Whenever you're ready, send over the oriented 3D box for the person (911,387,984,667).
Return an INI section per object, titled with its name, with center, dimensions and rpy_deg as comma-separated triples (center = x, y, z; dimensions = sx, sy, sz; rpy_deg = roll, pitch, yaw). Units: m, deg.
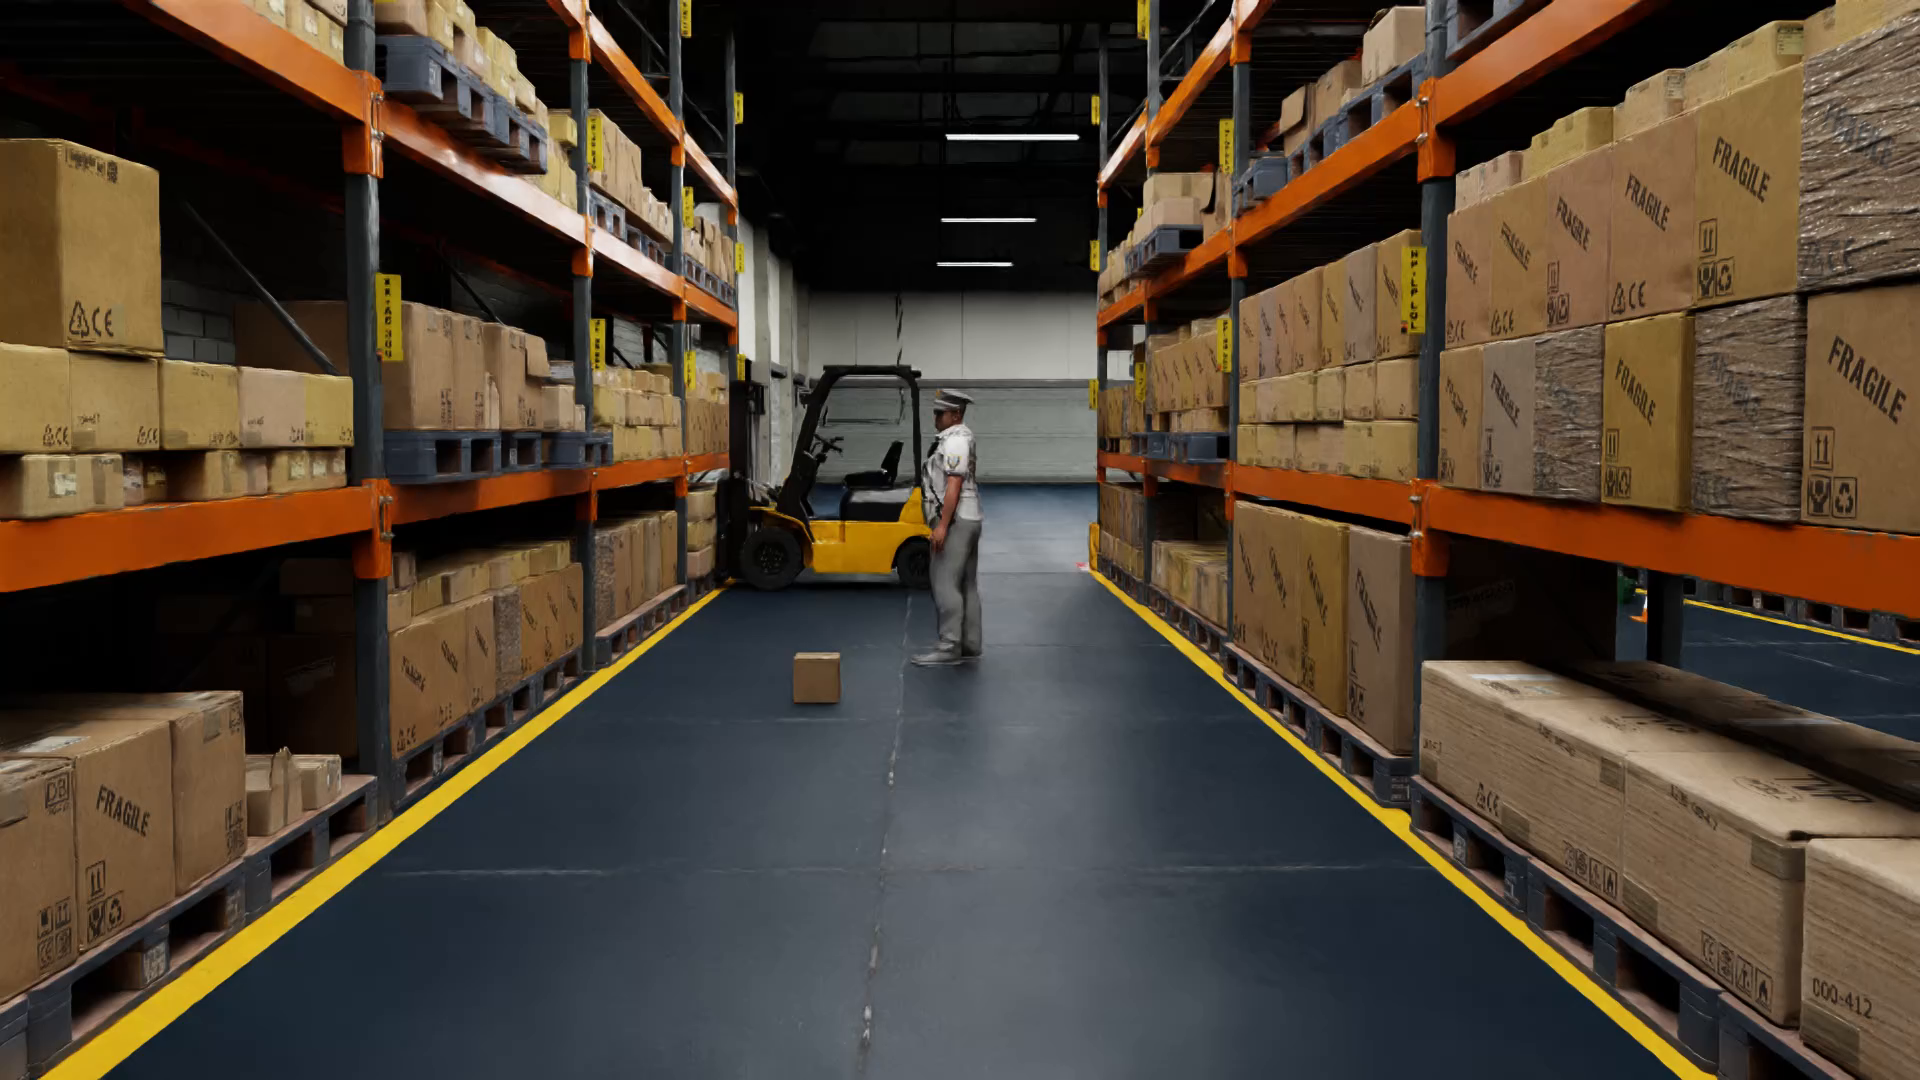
[person]
center = -0.067, -0.087, 10.595
dimensions = 0.441, 1.764, 0.612
rpy_deg = 1, 4, 9
